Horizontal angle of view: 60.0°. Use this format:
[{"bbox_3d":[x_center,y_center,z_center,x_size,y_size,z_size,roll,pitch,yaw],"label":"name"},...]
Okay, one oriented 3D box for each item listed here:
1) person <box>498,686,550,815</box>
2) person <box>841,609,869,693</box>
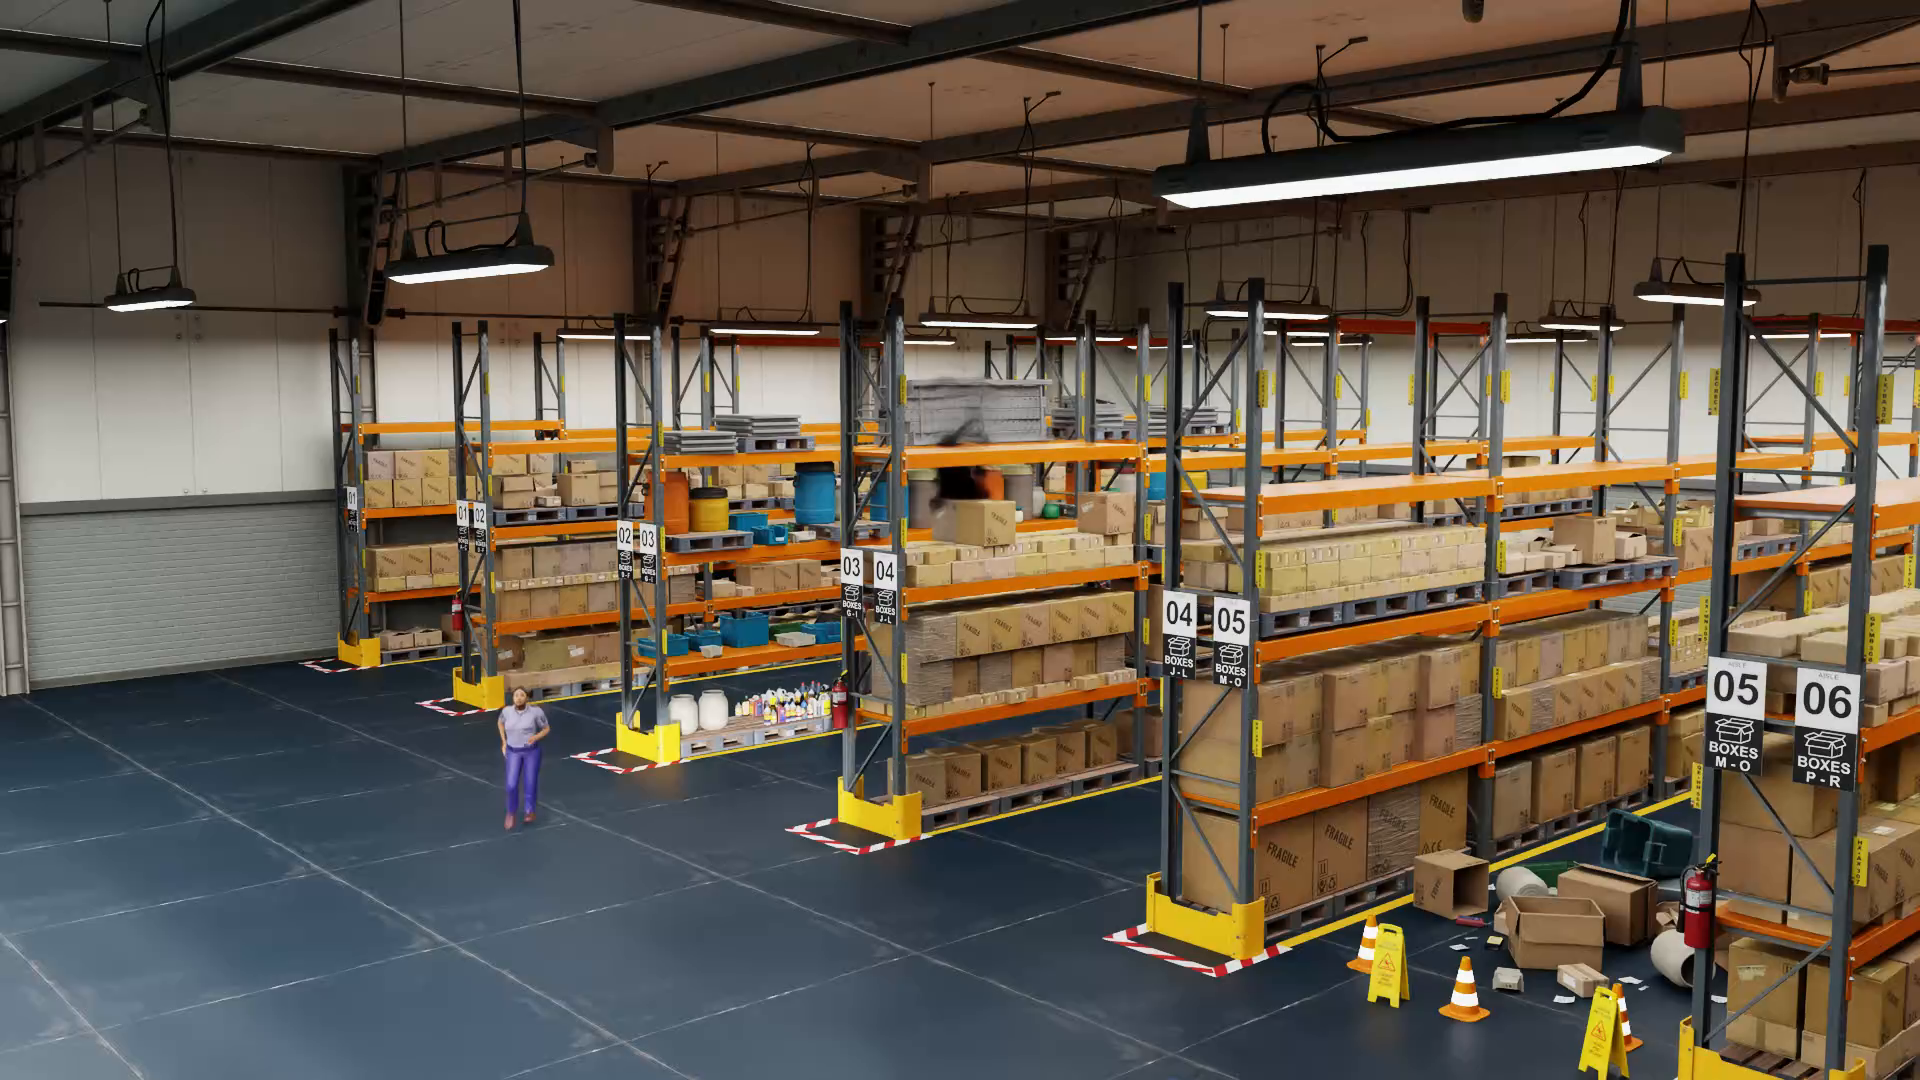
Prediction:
[{"bbox_3d":[-4.983,2.423,18.994,0.597,1.537,0.679,-1,6,-10],"label":"person"},{"bbox_3d":[-1.706,1.691,27.006,0.564,1.621,0.561,-4,7,-38],"label":"person"}]
